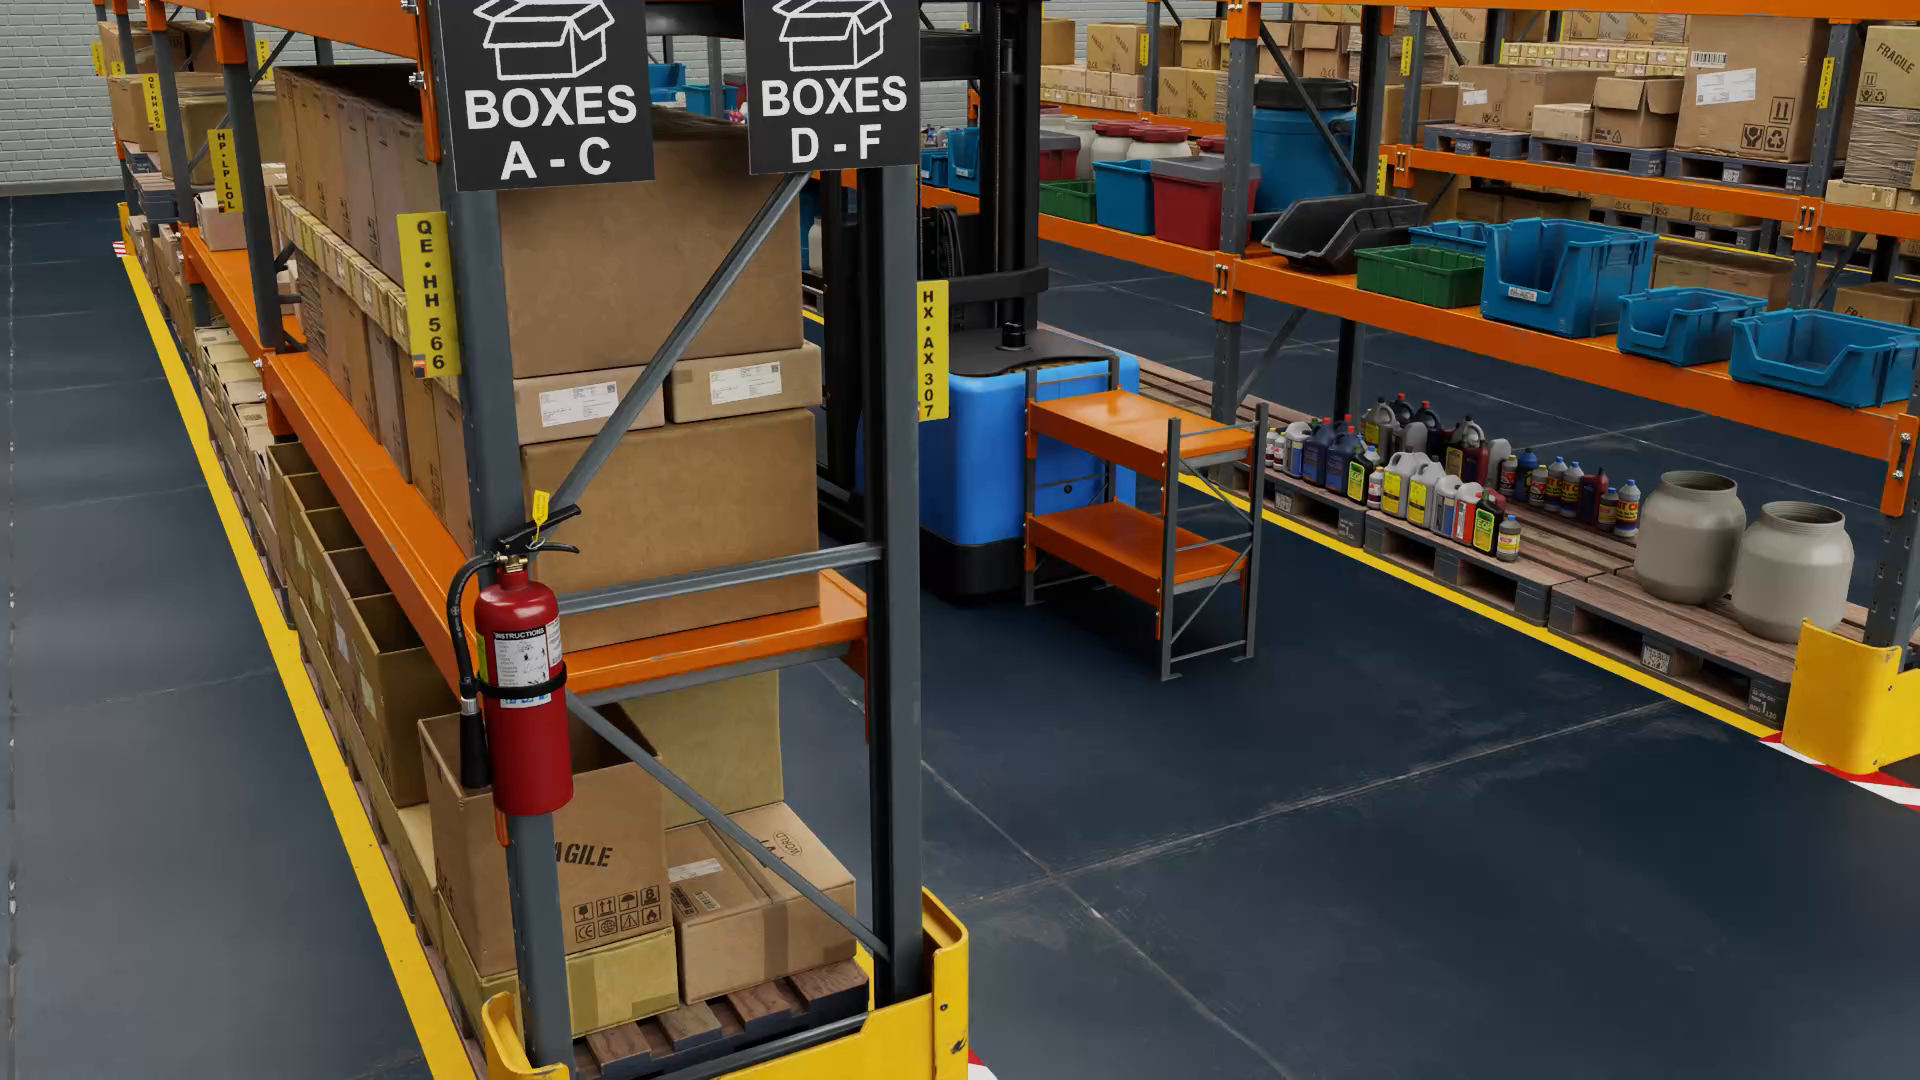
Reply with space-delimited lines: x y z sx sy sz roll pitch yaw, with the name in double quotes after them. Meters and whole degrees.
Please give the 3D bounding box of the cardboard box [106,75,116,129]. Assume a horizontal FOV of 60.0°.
-8.182 -4.376 16.562 0.500 0.500 0.500 -9 21 -26 "cardboard box"

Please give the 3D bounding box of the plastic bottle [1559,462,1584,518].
3.048 -0.256 8.282 0.097 0.271 0.097 0 19 0 "plastic bottle"

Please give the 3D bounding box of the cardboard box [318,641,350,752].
-2.043 0.517 6.105 0.500 0.250 0.500 -10 21 -27 "cardboard box"

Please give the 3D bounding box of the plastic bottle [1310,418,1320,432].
1.935 -0.511 9.005 0.061 0.283 0.133 -10 21 -27 "plastic bottle"

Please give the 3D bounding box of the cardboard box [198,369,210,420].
-4.372 -0.904 10.223 0.500 0.250 0.500 -10 21 -27 "cardboard box"

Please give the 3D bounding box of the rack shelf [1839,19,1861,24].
7.207 -3.090 9.491 1.077 0.370 4.000 -10 21 -27 "rack shelf"

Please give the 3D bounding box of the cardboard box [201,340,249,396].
-4.115 -1.019 9.699 0.500 0.311 0.500 -11 22 -28 "cardboard box"

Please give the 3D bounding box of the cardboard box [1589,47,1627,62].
7.269 -5.427 18.591 0.380 0.149 0.250 -9 21 -25 "cardboard box"

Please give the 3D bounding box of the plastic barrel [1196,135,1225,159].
1.637 -2.192 10.176 0.433 0.535 0.433 0 19 0 "plastic barrel"

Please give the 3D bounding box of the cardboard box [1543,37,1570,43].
9.256 -7.431 25.414 0.500 0.500 0.500 -10 21 -27 "cardboard box"

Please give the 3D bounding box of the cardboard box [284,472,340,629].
-2.274 0.018 6.402 0.500 0.500 0.500 -10 21 -27 "cardboard box"

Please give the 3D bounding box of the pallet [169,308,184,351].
-5.842 -1.803 13.534 1.003 0.211 1.213 -10 21 -27 "pallet"

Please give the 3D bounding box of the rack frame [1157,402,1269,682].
1.043 0.012 6.873 0.500 1.125 0.032 -11 22 -30 "rack frame"

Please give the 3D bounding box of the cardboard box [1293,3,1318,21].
4.952 -7.261 22.932 0.500 0.500 0.500 -10 21 -27 "cardboard box"

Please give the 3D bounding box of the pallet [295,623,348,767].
-2.122 0.500 6.858 1.003 0.211 1.213 -10 21 -27 "pallet"

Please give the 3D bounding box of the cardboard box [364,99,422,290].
-1.293 -1.011 4.820 0.700 0.500 0.500 -10 21 -26 "cardboard box"

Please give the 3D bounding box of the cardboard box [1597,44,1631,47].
7.608 -5.671 19.296 0.380 0.149 0.250 -10 21 -27 "cardboard box"

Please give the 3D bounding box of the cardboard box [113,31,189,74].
-6.729 -3.974 13.864 0.500 0.500 0.500 -10 21 -26 "cardboard box"

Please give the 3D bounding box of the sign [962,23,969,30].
0.068 -6.393 21.112 0.100 0.325 0.005 -10 21 -27 "sign"

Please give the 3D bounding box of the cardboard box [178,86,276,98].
-5.026 -2.902 11.646 0.700 0.500 0.500 -6 20 -16 "cardboard box"

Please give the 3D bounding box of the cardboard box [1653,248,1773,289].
5.775 -1.932 12.789 0.700 0.500 0.500 -10 21 -27 "cardboard box"

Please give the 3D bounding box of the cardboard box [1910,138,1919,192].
6.623 -2.486 10.628 0.875 0.500 0.500 -10 21 -27 "cardboard box"

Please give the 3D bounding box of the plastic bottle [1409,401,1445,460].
2.549 -0.579 9.098 0.144 0.351 0.185 -11 22 -29 "plastic bottle"

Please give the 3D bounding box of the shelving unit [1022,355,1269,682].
0.777 -0.130 7.282 0.538 1.125 1.048 -11 22 -30 "shelving unit"

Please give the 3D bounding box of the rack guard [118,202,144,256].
-8.125 -3.294 17.411 1.175 0.500 0.348 -10 21 -27 "rack guard"

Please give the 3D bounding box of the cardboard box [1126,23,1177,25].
2.229 -5.626 18.962 0.500 0.500 0.500 -10 21 -27 "cardboard box"

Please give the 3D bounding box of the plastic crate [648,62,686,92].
-3.476 -5.241 19.076 0.616 0.435 0.499 -10 21 -27 "plastic crate"

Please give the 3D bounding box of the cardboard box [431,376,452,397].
-1.159 -0.487 4.295 0.380 0.149 0.250 -10 22 -27 "cardboard box"

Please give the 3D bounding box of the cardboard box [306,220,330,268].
-2.136 -1.078 6.010 0.380 0.149 0.250 -10 22 -27 "cardboard box"

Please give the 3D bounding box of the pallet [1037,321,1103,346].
0.333 -1.420 12.424 1.003 0.211 1.213 -10 21 -27 "pallet"

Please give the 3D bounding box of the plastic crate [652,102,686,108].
-2.992 -4.472 17.306 0.293 0.136 0.466 -10 21 -27 "plastic crate"

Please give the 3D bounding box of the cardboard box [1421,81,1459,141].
4.367 -3.963 15.365 0.500 0.500 0.500 -9 21 -25 "cardboard box"

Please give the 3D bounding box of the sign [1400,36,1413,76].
3.871 -4.195 14.414 0.100 0.325 0.005 -10 21 -27 "sign"

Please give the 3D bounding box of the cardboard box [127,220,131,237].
-8.264 -3.184 16.957 0.380 0.149 0.250 -10 21 -27 "cardboard box"

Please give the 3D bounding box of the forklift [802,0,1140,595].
-0.328 -1.561 8.662 1.130 2.935 3.031 -11 22 -30 "forklift"

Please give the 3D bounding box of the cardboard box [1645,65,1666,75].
7.646 -5.060 17.983 0.380 0.149 0.250 -10 21 -27 "cardboard box"

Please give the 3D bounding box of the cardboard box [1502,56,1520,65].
6.654 -5.658 19.714 0.380 0.149 0.250 -10 21 -26 "cardboard box"

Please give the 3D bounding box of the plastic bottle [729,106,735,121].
-2.102 -3.889 15.481 0.061 0.283 0.133 -10 21 -27 "plastic bottle"

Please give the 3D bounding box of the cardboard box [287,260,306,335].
-2.735 -1.116 7.498 0.500 0.250 0.500 -9 21 -23 "cardboard box"

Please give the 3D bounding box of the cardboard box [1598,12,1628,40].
9.761 -7.610 24.400 0.500 0.500 0.500 -10 21 -27 "cardboard box"

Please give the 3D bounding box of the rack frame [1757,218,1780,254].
8.771 -4.473 16.997 1.000 3.000 0.127 -10 21 -27 "rack frame"

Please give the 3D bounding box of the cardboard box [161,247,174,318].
-5.983 -2.047 13.124 0.500 0.500 0.500 -10 21 -26 "cardboard box"

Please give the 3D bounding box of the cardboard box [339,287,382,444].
-1.755 -0.678 5.845 0.700 0.500 0.500 -10 21 -26 "cardboard box"

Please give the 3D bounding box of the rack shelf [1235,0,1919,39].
2.848 -2.322 7.268 1.077 0.370 4.000 -10 21 -27 "rack shelf"

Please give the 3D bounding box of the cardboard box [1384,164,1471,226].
4.049 -3.130 15.716 1.225 0.875 0.875 -11 22 -29 "cardboard box"

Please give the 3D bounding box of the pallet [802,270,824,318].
-0.987 -2.218 14.737 1.003 0.211 1.213 -10 21 -27 "pallet"

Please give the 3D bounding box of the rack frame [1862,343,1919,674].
3.798 -0.670 5.976 1.000 3.000 0.127 -10 21 -27 "rack frame"

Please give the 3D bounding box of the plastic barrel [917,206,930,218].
-0.248 -2.277 13.316 0.600 0.830 0.708 -10 21 -27 "plastic barrel"

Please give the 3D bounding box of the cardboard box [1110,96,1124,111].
1.903 -4.874 18.544 0.380 0.149 0.250 -10 21 -26 "cardboard box"

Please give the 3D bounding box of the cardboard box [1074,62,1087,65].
1.505 -5.711 20.356 0.500 0.250 0.500 -11 22 -28 "cardboard box"

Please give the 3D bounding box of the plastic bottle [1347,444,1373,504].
2.048 -0.339 8.504 0.061 0.283 0.133 -9 21 -24 "plastic bottle"

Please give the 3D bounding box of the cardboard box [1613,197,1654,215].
7.720 -3.938 18.633 0.500 0.500 0.500 -11 22 -29 "cardboard box"

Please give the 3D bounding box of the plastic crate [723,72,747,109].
-2.104 -4.469 16.794 0.402 0.464 0.583 -10 21 -27 "plastic crate"
